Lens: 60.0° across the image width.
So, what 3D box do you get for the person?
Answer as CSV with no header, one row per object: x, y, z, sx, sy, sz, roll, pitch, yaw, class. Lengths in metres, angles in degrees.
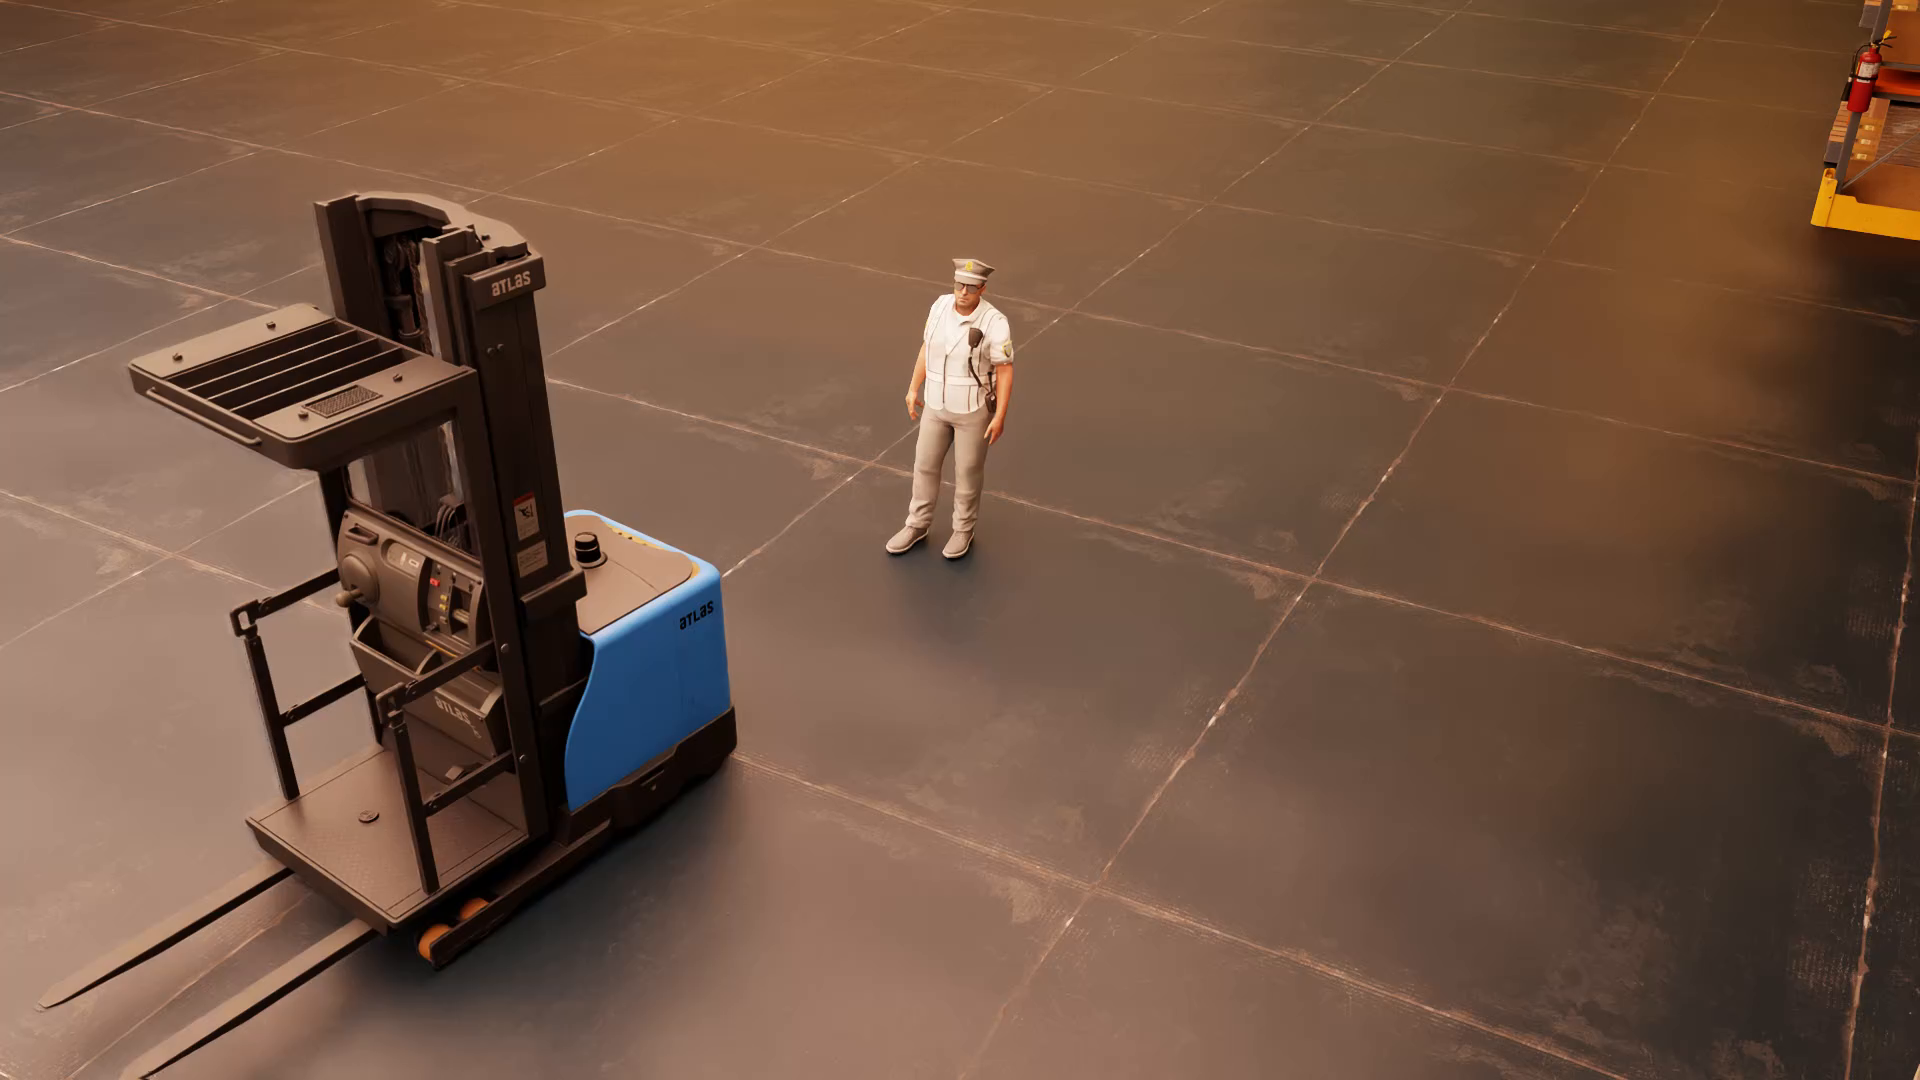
-0.048,-0.747,9.499,0.641,1.780,0.574,15,33,25,person

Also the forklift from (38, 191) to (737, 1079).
-2.389,0.219,6.691,1.130,2.935,3.031,21,36,32,forklift
